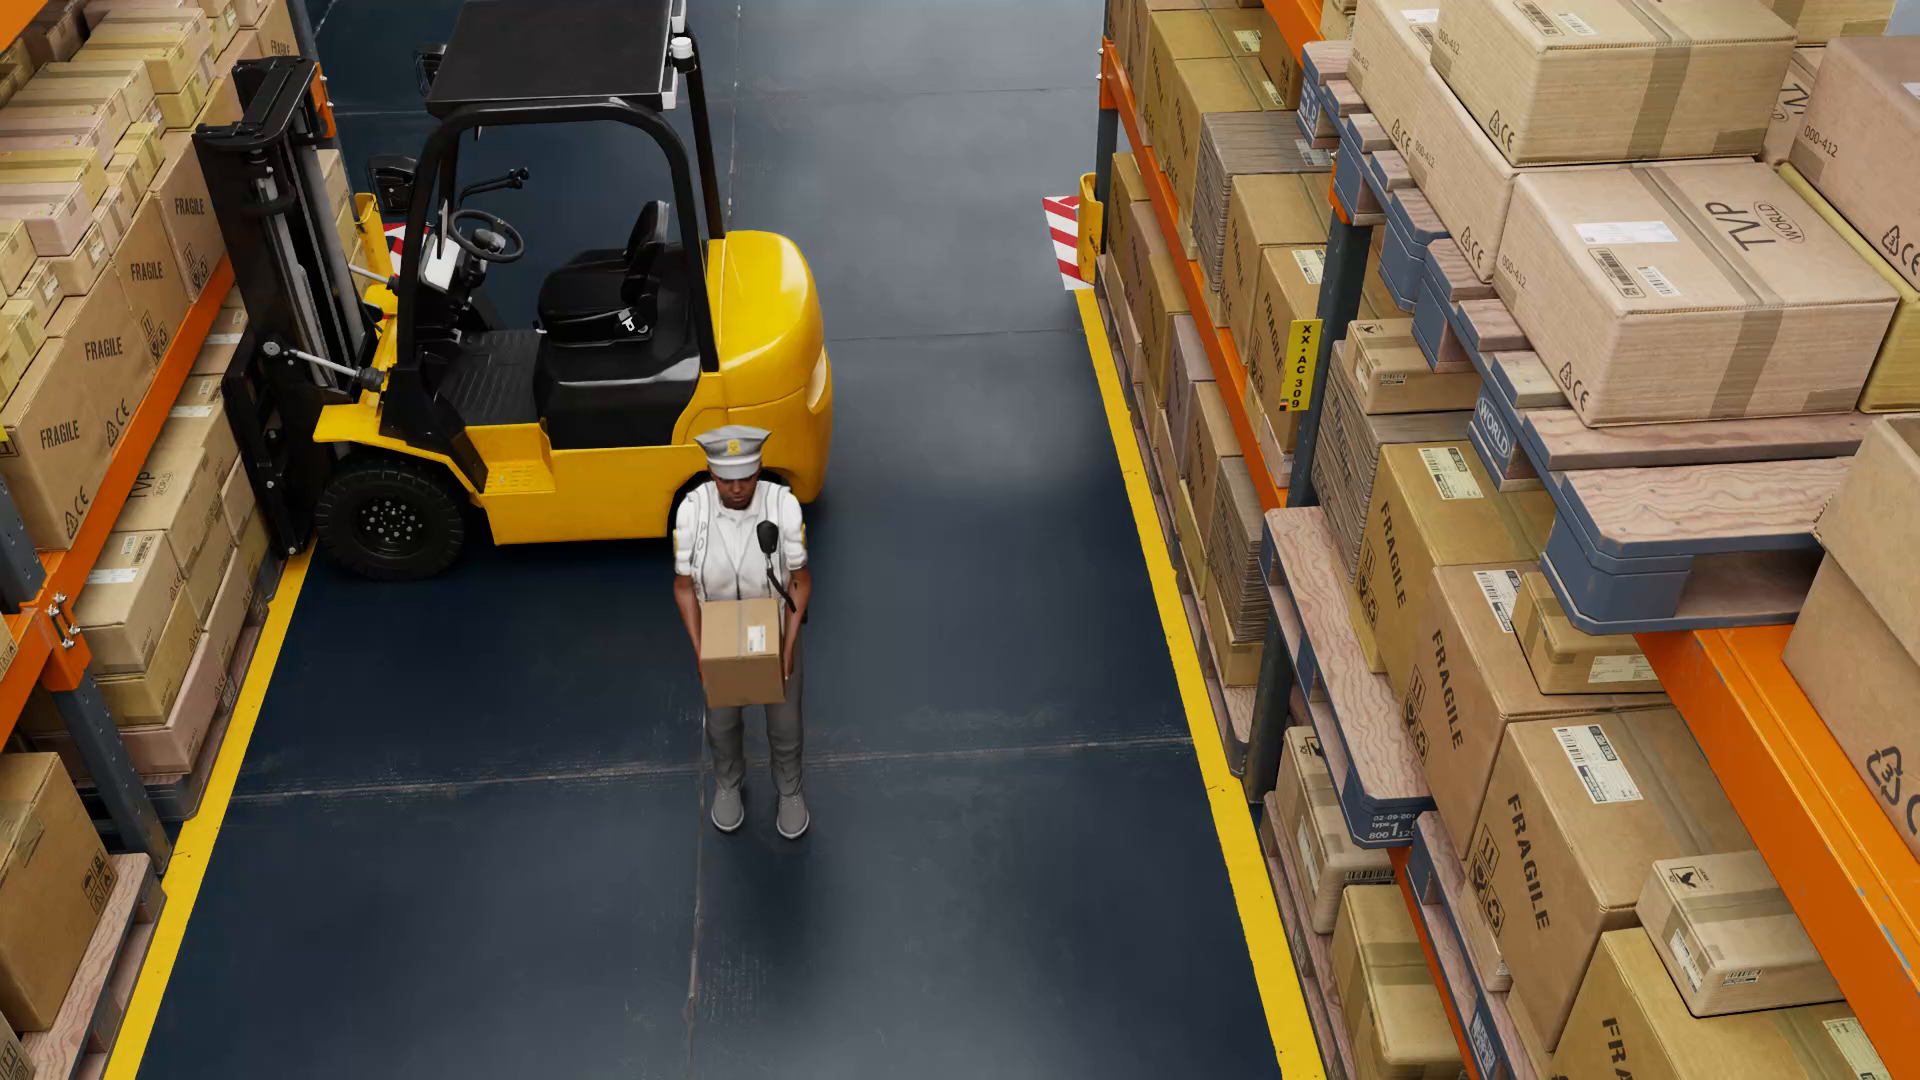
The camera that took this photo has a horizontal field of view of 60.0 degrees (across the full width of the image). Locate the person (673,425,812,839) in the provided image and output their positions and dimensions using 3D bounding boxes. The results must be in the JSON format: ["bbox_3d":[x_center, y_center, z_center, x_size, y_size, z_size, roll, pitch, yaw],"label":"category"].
[{"bbox_3d":[-0.725,0.357,5.693,0.464,1.692,0.507,-3,39,-4],"label":"person"}]
